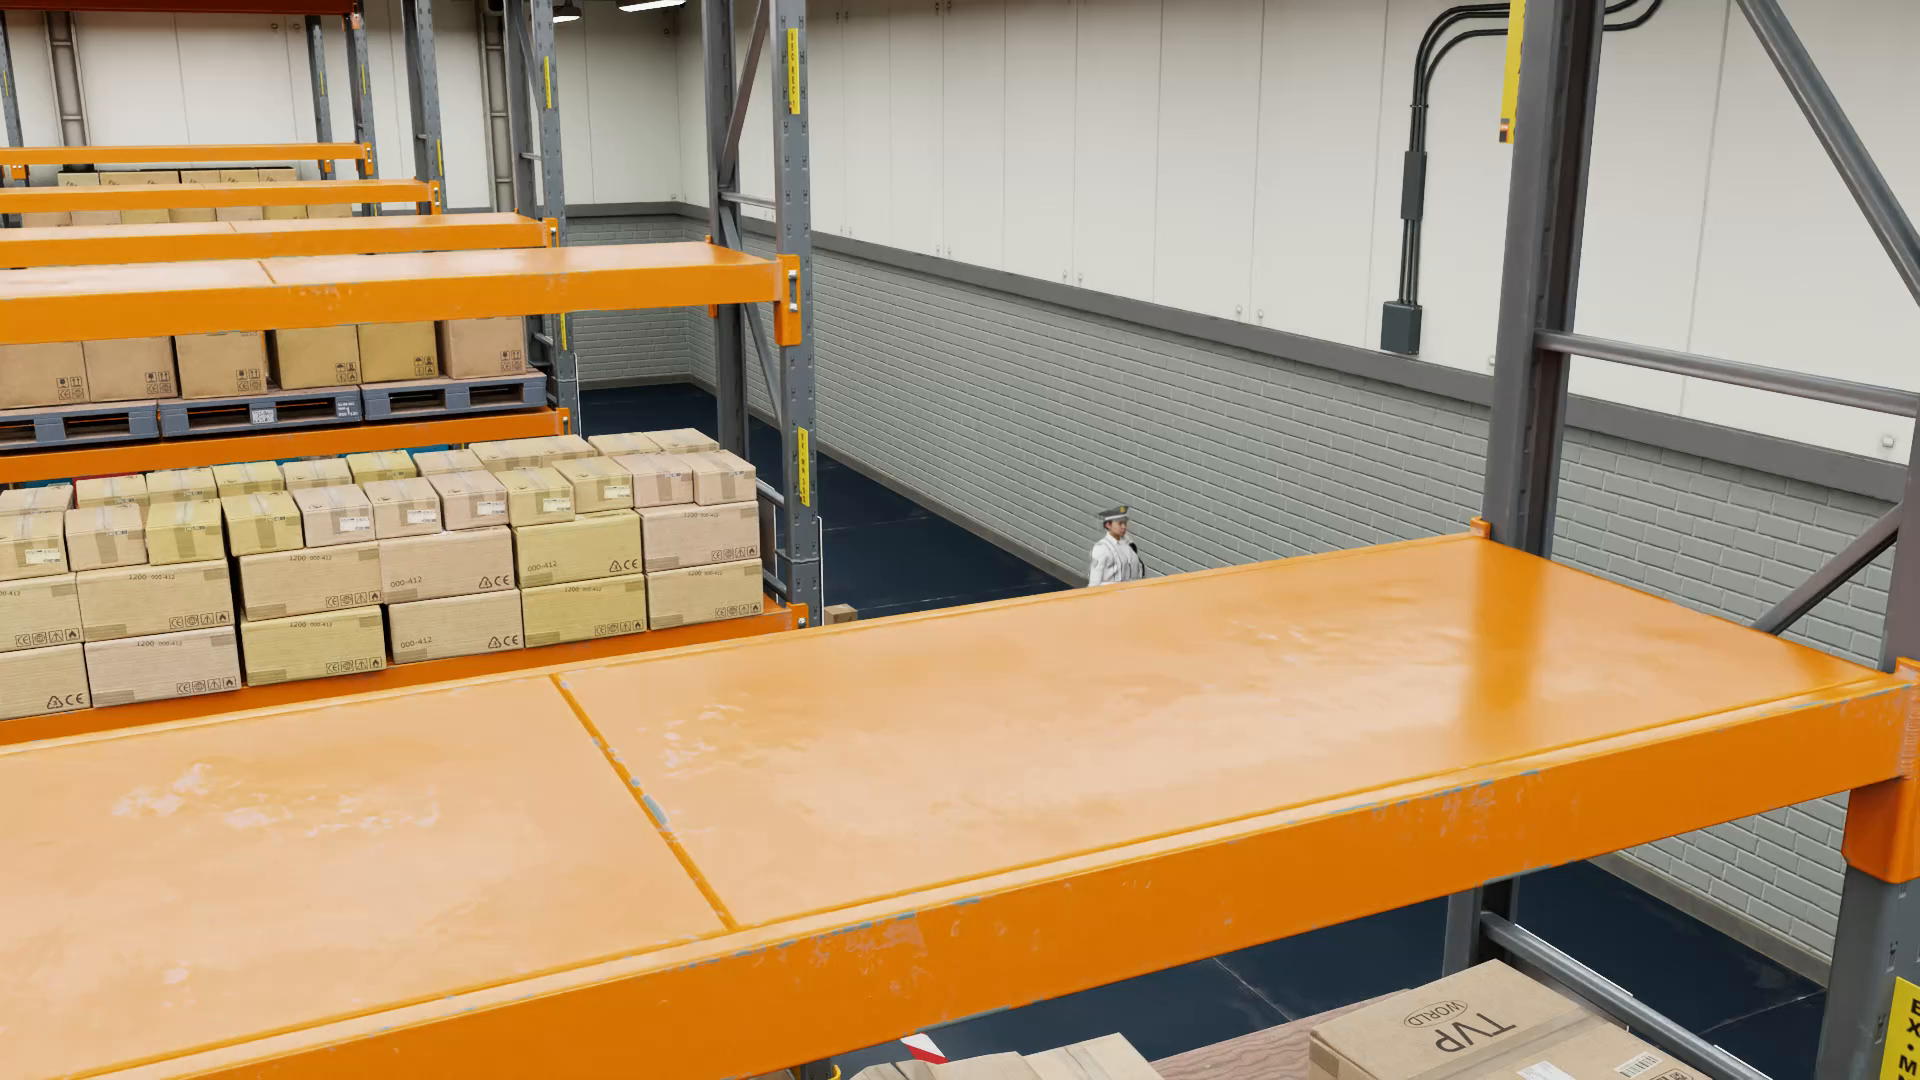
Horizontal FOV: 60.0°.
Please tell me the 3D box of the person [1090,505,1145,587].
[{"bbox_3d":[1.327,0.498,13.882,0.922,1.643,0.491,14,21,42],"label":"person"}]
